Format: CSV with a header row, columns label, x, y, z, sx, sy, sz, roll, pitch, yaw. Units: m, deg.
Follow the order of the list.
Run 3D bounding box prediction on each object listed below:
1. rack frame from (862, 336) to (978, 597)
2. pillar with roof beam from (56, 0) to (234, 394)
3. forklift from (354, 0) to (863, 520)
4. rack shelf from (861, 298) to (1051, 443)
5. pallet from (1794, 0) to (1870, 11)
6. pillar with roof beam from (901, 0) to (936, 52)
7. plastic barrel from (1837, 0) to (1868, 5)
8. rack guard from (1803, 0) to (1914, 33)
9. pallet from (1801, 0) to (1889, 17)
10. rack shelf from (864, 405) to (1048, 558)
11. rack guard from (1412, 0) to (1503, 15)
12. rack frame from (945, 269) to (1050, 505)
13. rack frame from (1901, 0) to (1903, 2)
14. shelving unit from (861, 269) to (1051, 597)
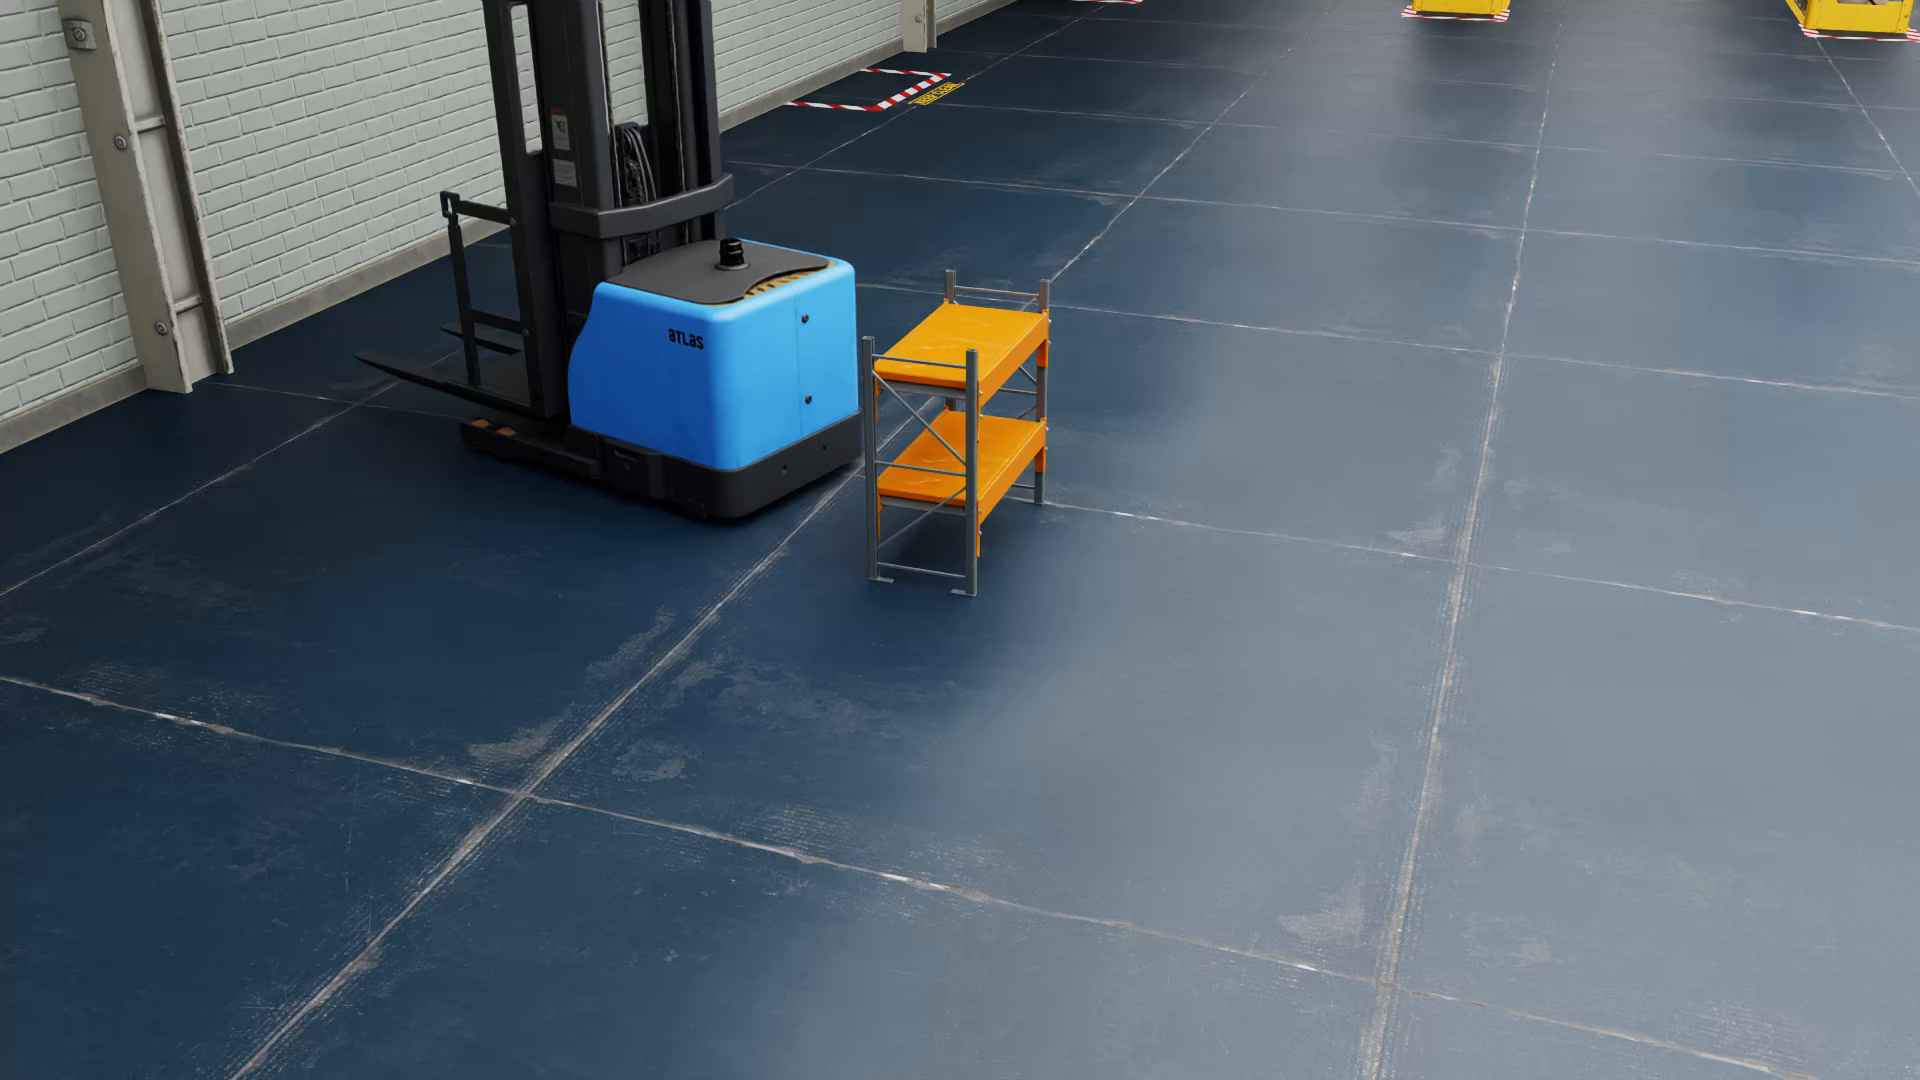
label,x,y,z,sx,sy,sz,roll,pitch,yaw
rack frame,-0.167,-0.300,7.079,0.500,1.125,0.032,9,27,17
pillar with roof beam,-0.427,-4.363,6.436,9.100,9.000,0.400,9,27,17
forklift,-1.997,-1.904,8.318,3.031,2.935,1.130,17,31,31
rack shelf,0.002,-0.772,7.383,0.538,0.278,1.000,9,27,17
pallet,12.092,-7.450,22.896,1.003,0.211,1.213,9,27,17
pillar with roof beam,3.566,-9.295,16.621,9.100,9.000,0.400,9,27,17
plastic barrel,11.575,-7.186,21.522,0.421,0.512,0.421,0,26,0
rack guard,11.409,-6.748,21.113,1.175,0.500,0.348,9,27,17
pallet,11.684,-6.951,21.864,1.003,0.211,1.213,9,27,17
rack shelf,0.002,-0.289,7.617,0.538,0.278,1.000,9,27,17
rack guard,6.750,-7.420,22.501,1.175,0.500,0.348,9,27,17
rack frame,0.171,-0.718,7.942,0.500,1.125,0.032,9,27,17
rack frame,11.428,-7.835,20.489,1.000,3.000,0.127,9,27,17
shelving unit,0.002,-0.509,7.511,0.538,1.125,1.048,9,27,17
